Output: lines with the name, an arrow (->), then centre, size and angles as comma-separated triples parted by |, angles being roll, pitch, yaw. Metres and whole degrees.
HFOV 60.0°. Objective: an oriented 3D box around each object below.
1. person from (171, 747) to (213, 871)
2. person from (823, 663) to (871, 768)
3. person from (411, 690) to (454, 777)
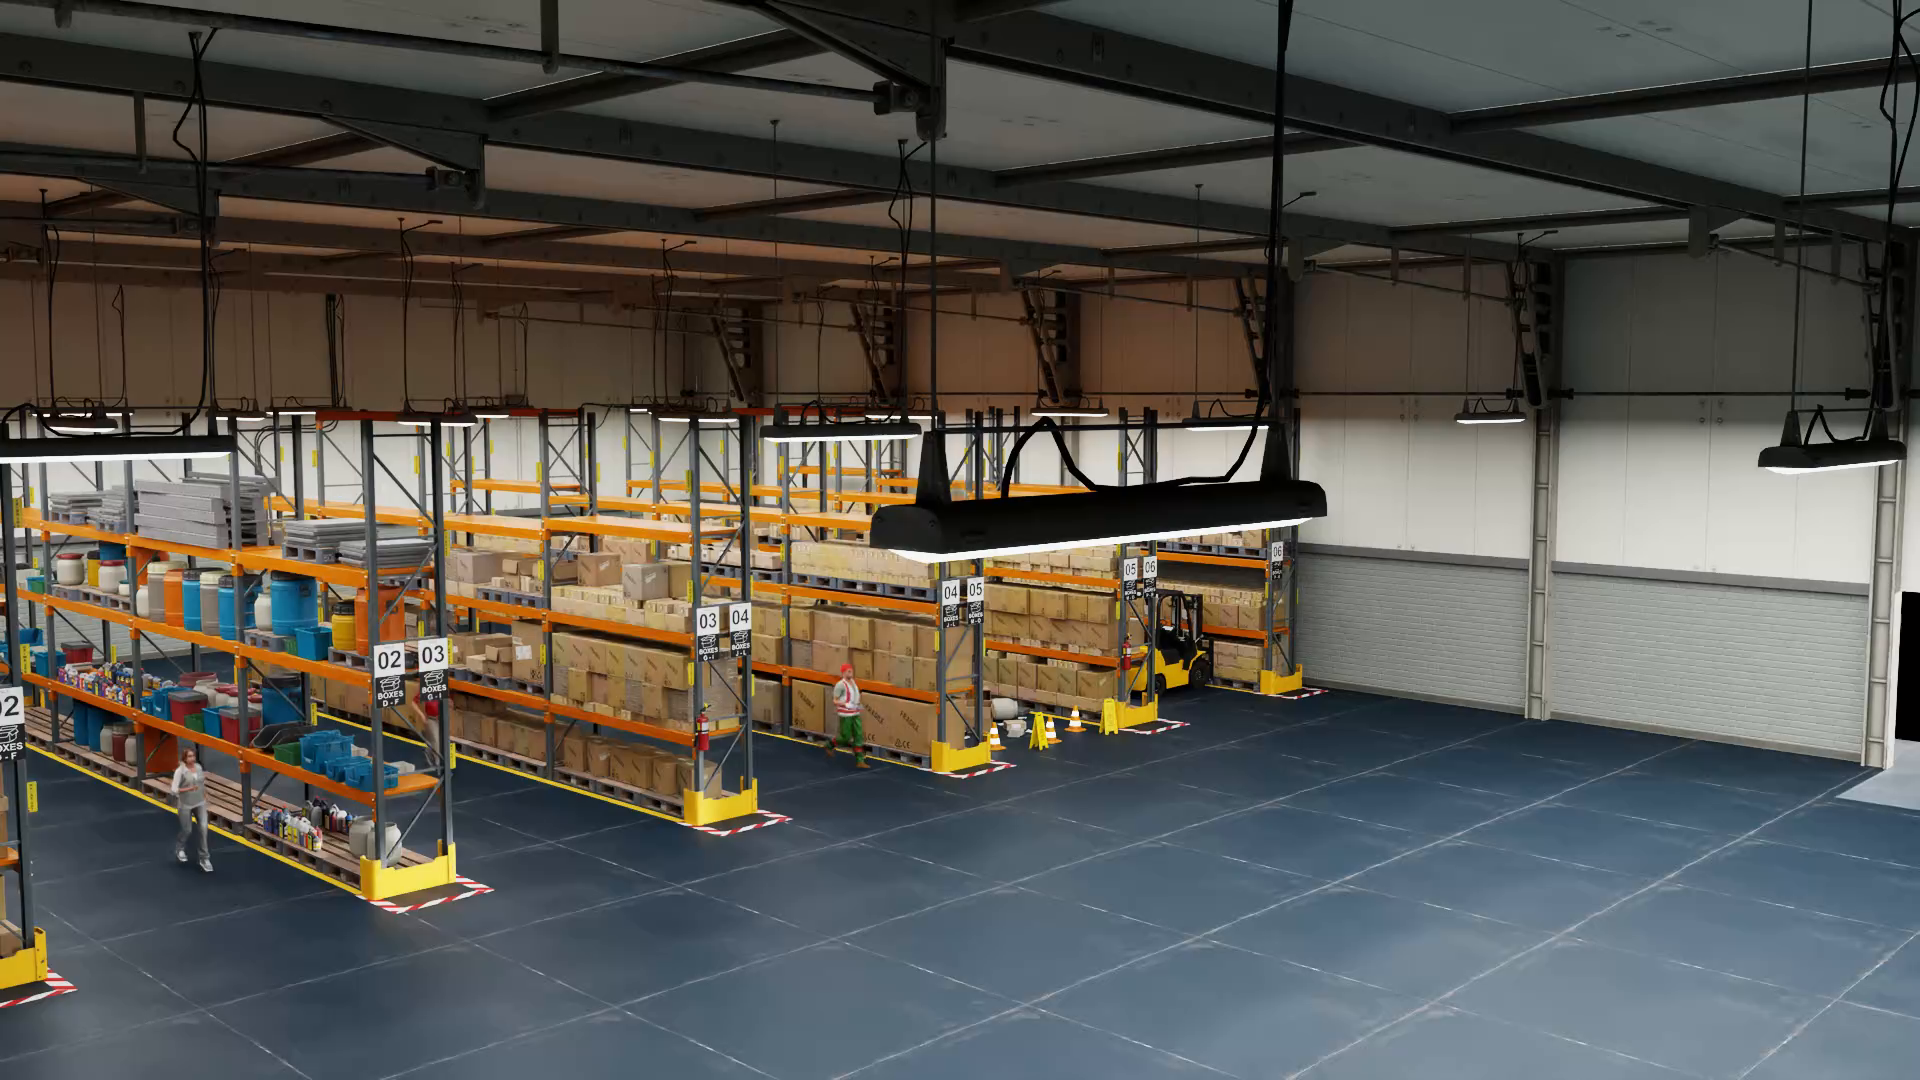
person -> -10.209, 3.553, 22.091 | 0.793, 1.612, 0.532 | 4, 7, 41
person -> -1.880, 2.951, 28.025 | 0.971, 1.768, 0.658 | 4, 6, 35
person -> -8.677, 3.028, 27.543 | 0.953, 1.700, 0.672 | 4, 7, 39
